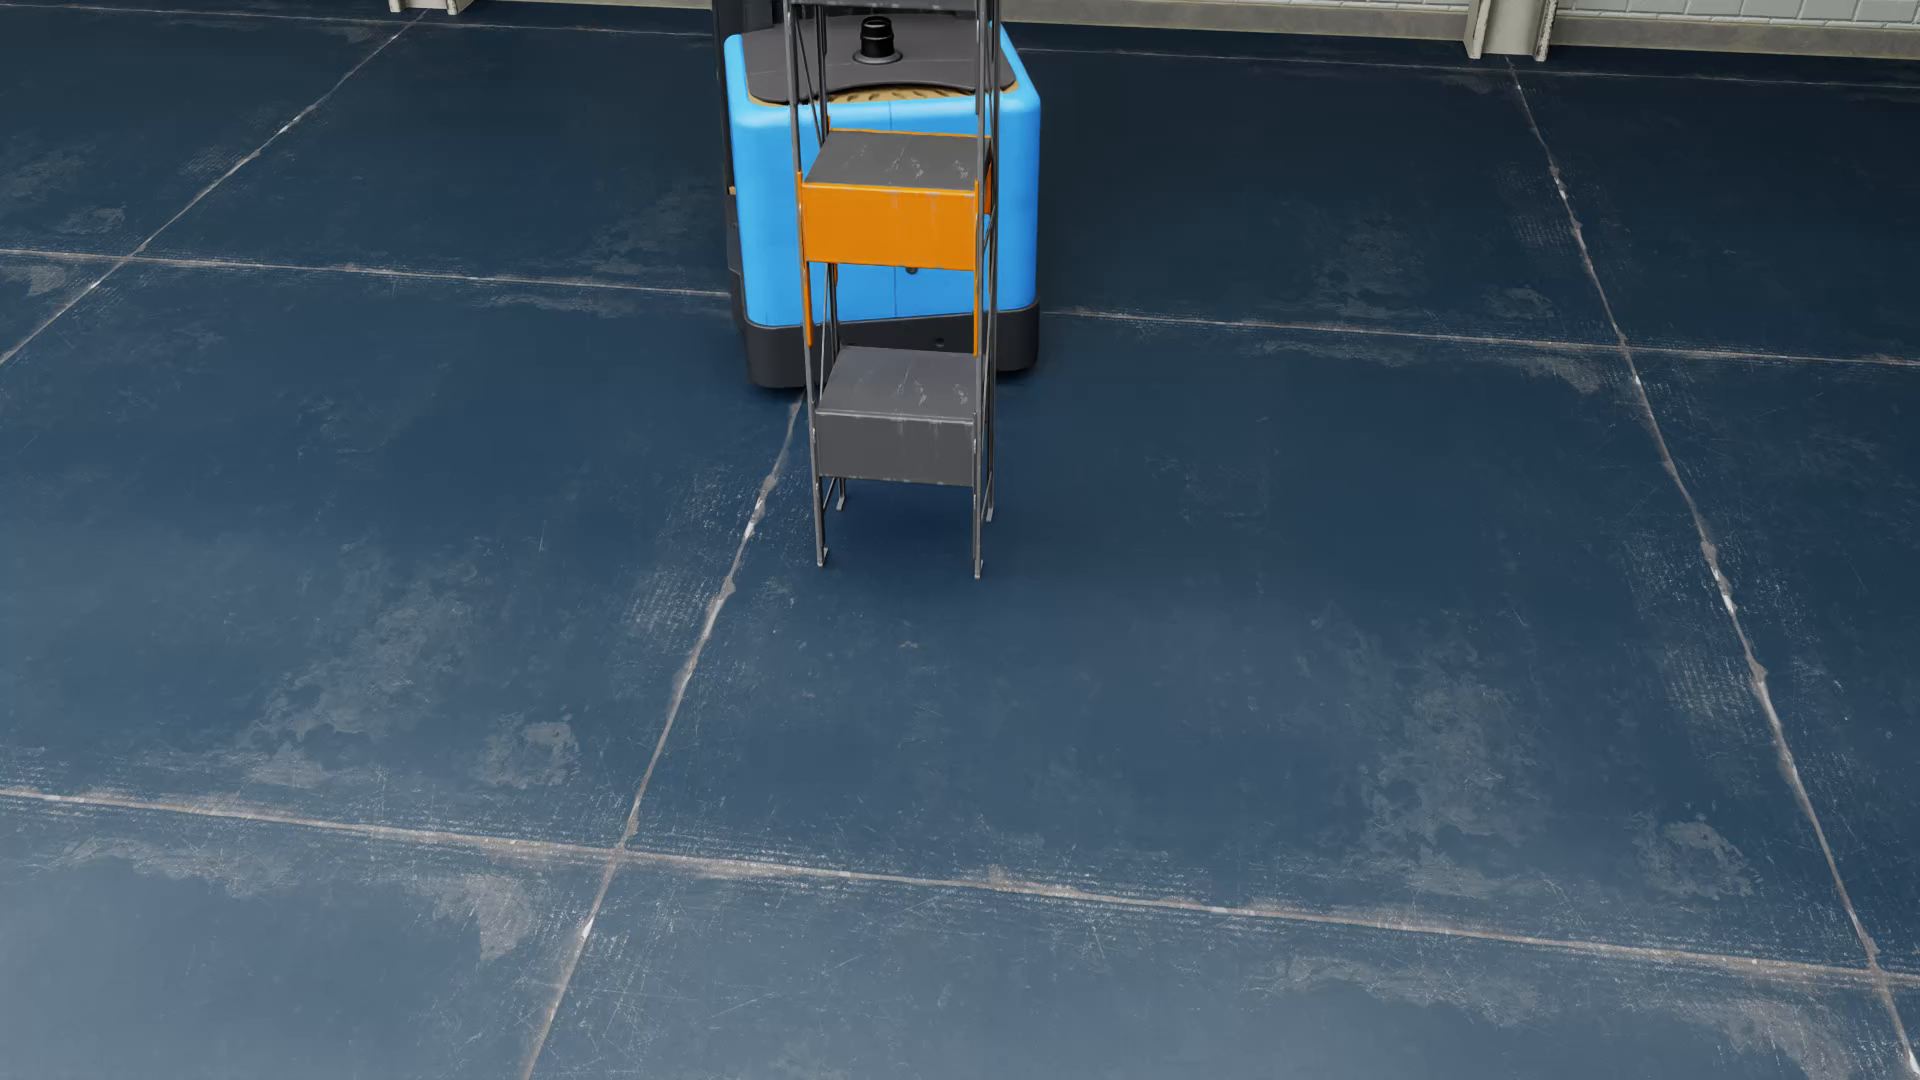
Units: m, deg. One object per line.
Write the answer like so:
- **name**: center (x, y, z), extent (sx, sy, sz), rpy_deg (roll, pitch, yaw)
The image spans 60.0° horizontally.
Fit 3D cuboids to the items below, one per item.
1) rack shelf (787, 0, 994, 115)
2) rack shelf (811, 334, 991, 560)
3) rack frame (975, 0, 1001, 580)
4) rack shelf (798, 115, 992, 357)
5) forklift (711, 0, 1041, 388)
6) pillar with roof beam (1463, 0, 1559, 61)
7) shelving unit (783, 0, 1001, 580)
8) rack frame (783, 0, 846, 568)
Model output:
- **rack shelf**: center (-0.164, -1.426, 4.259), extent (0.480, 0.518, 0.431), rpy_deg (4, 36, 6)
- **rack shelf**: center (-0.164, -0.286, 5.072), extent (0.480, 0.518, 0.431), rpy_deg (4, 36, 6)
- **rack frame**: center (0.078, -0.849, 4.632), extent (0.015, 2.100, 0.400), rpy_deg (4, 36, 6)
- **rack shelf**: center (-0.164, -0.856, 4.665), extent (0.480, 0.518, 0.431), rpy_deg (4, 36, 6)
- **forklift**: center (-0.446, -2.576, 6.337), extent (1.130, 2.935, 3.031), rpy_deg (-5, 36, -7)
- **pillar with roof beam**: center (2.377, -3.819, 2.854), extent (0.400, 9.000, 9.100), rpy_deg (4, 36, 6)
- **shelving unit**: center (-0.164, -0.867, 4.657), extent (0.503, 2.100, 0.431), rpy_deg (4, 36, 6)
- **rack frame**: center (-0.406, -0.885, 4.683), extent (0.015, 2.100, 0.400), rpy_deg (4, 36, 6)
